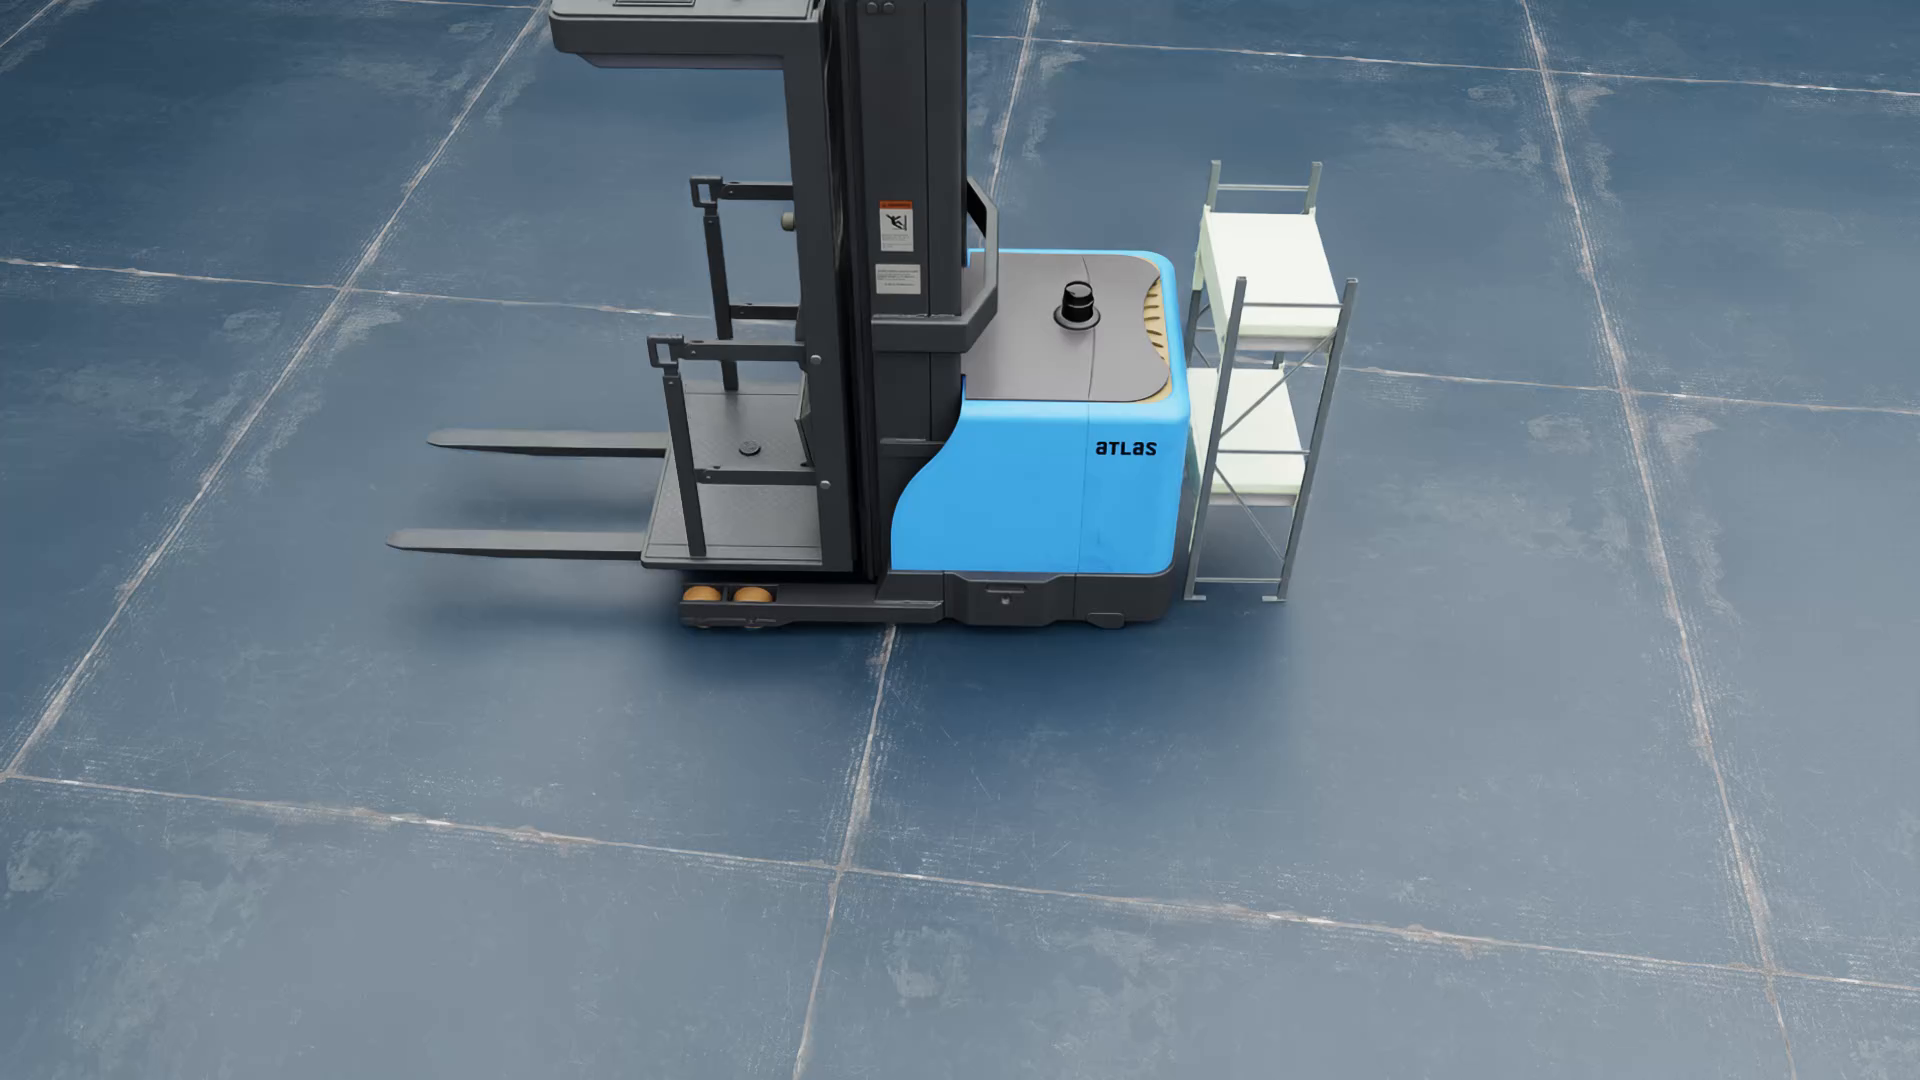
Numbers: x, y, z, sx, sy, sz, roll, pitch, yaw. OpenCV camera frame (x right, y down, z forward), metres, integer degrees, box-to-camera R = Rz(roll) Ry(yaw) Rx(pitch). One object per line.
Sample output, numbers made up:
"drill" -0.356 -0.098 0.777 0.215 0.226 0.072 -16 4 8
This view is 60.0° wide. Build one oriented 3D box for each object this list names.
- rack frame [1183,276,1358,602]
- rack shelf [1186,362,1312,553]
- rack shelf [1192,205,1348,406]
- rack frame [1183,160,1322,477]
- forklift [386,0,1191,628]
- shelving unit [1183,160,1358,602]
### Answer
"rack frame" 1.090 -0.313 5.982 0.400 1.500 0.023 1 43 -1
"rack shelf" 1.080 -0.329 6.472 0.431 0.370 0.720 1 43 -1
"rack shelf" 1.099 -0.848 5.979 0.431 0.370 0.720 1 43 -1
"rack frame" 1.087 -0.817 6.513 0.400 1.500 0.023 1 43 -1
"forklift" -0.694 -1.088 5.768 3.031 2.935 1.130 1 43 1
"shelving unit" 1.089 -0.565 6.247 0.431 1.500 0.755 1 43 -1
